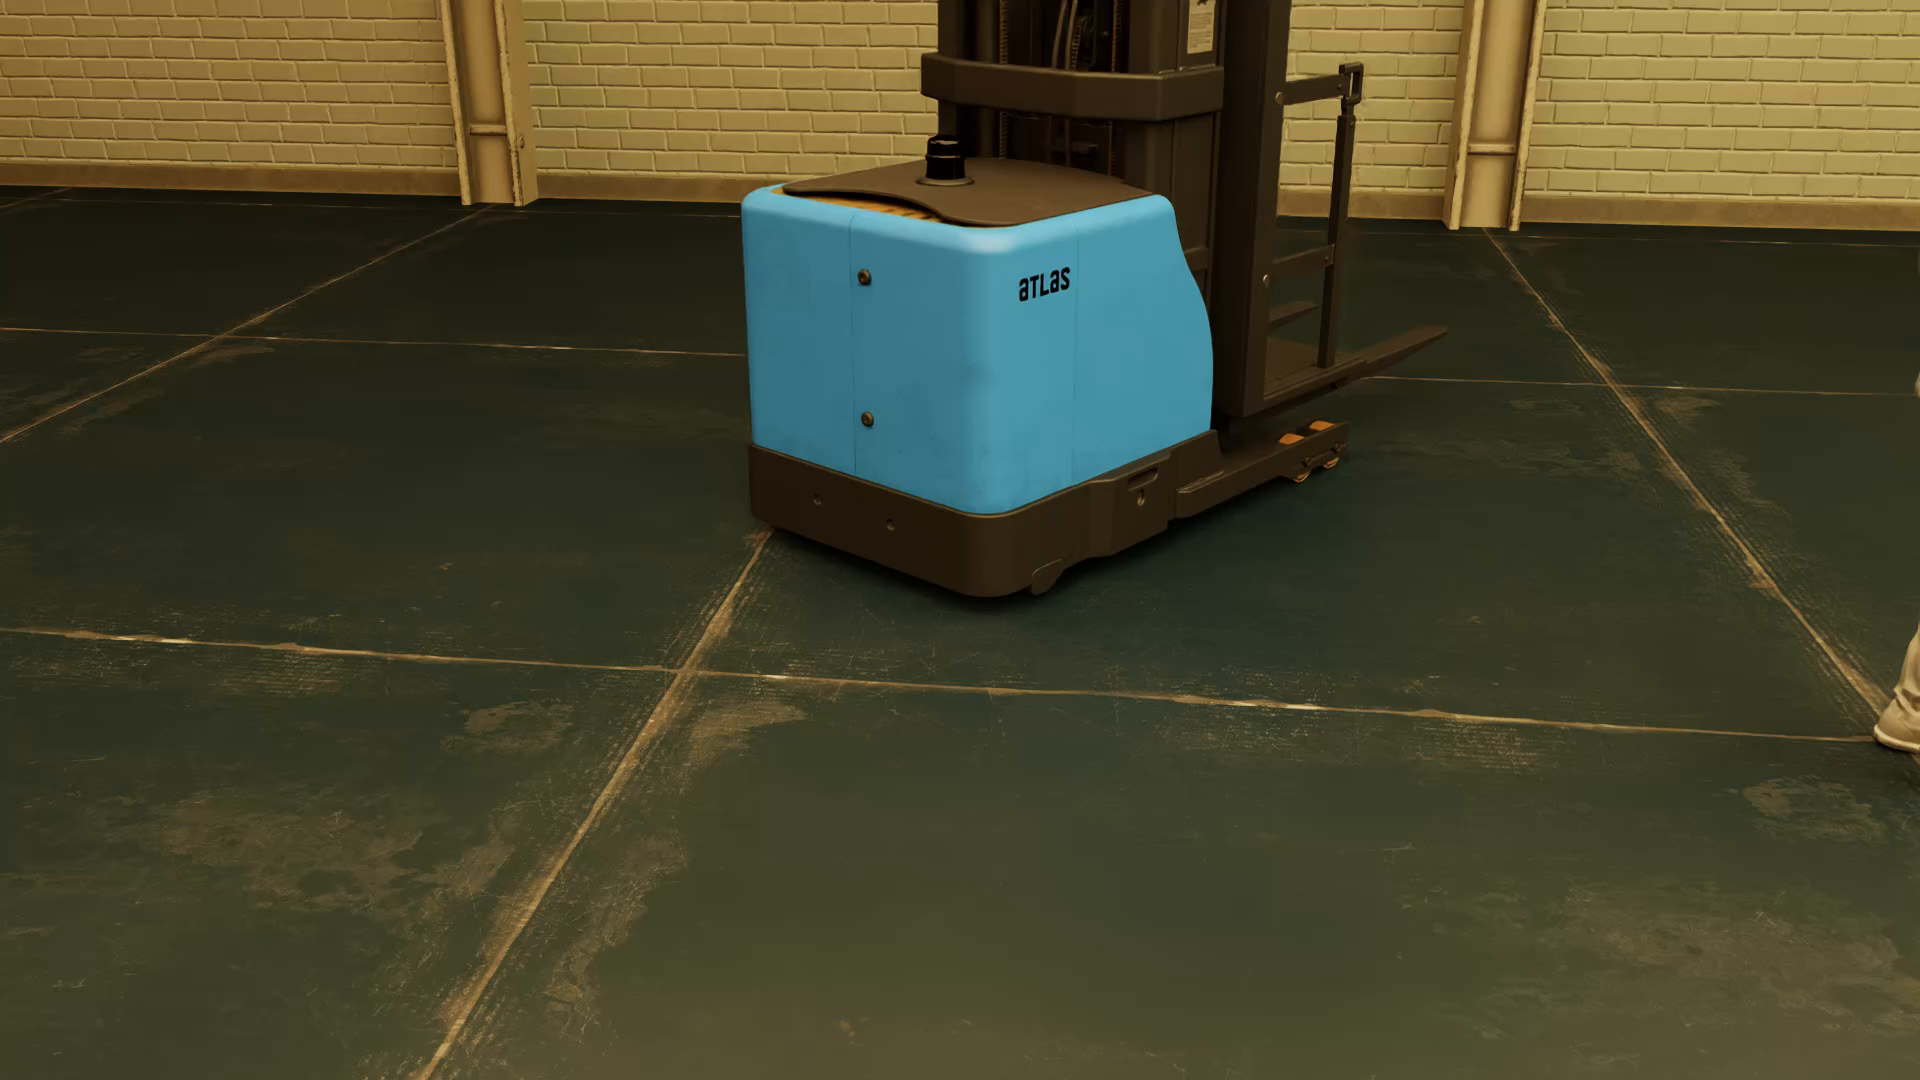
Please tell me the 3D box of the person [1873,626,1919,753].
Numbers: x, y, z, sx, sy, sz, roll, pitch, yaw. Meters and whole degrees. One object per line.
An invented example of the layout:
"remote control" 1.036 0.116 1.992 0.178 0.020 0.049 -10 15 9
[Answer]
"person" 2.352 -0.223 3.591 0.442 1.685 0.837 8 23 19

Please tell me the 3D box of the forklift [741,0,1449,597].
"forklift" 0.707 -1.668 5.395 1.130 2.935 3.031 19 28 38
